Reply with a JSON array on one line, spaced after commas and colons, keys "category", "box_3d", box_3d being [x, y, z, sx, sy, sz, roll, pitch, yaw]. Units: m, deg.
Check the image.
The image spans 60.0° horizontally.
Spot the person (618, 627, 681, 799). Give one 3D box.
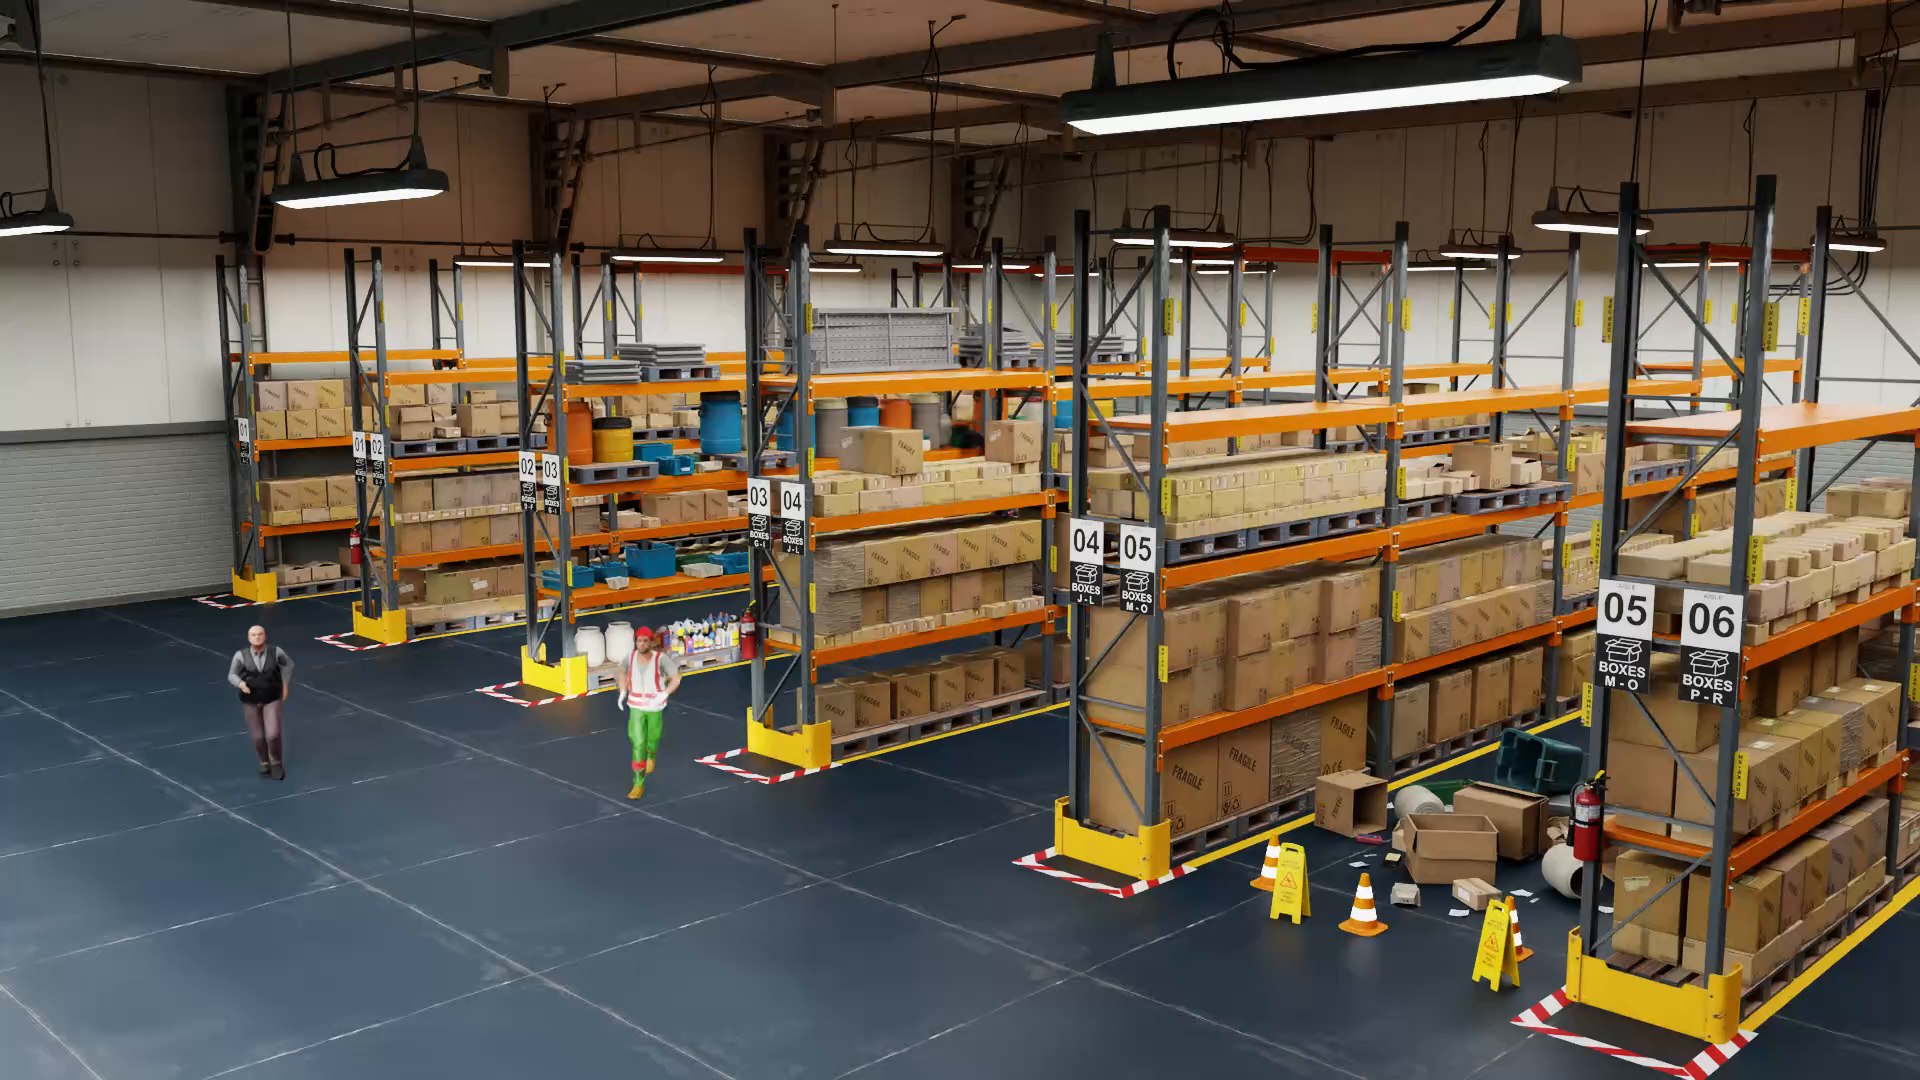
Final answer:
[{"category": "person", "box_3d": [-3.296, 1.778, 17.701, 0.668, 1.782, 0.883, 0, 8, 0]}]

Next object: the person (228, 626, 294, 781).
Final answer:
[{"category": "person", "box_3d": [-7.580, 1.782, 18.048, 0.647, 1.727, 0.702, -3, 8, -17]}]
